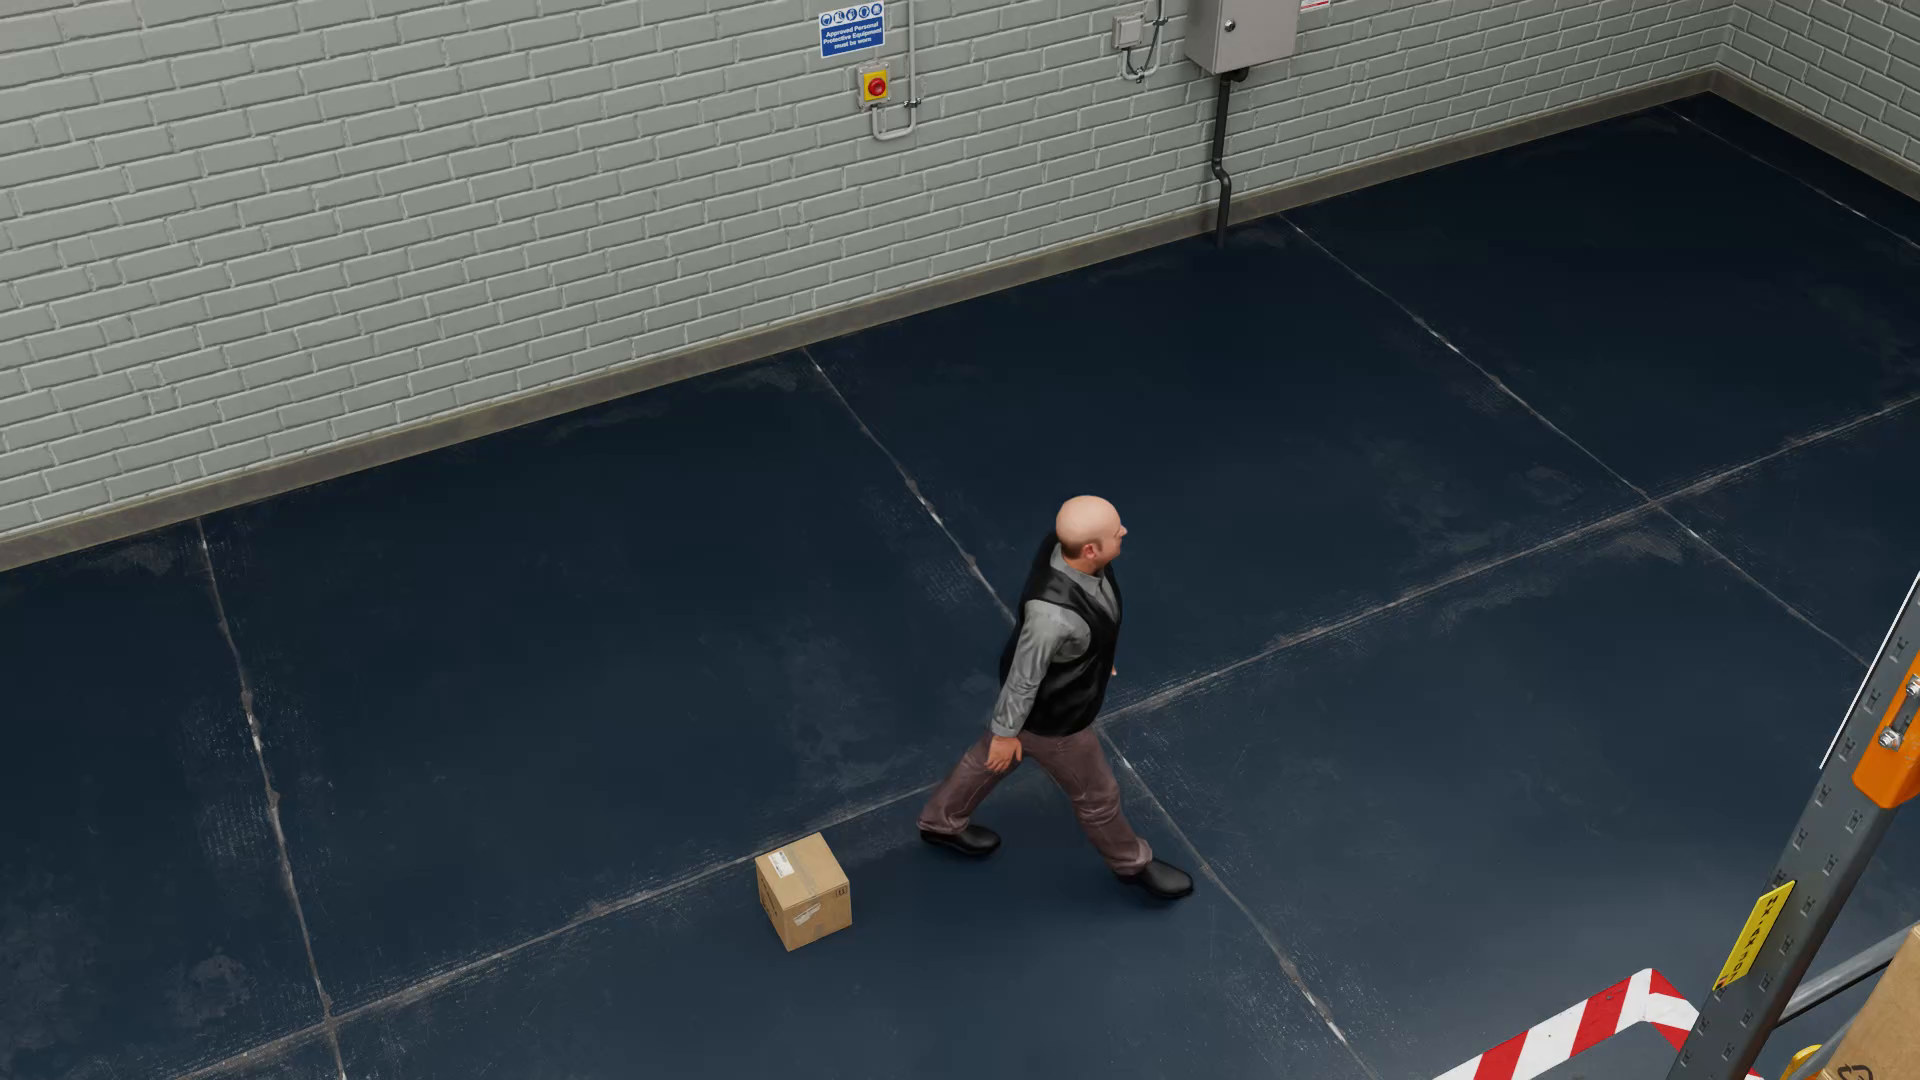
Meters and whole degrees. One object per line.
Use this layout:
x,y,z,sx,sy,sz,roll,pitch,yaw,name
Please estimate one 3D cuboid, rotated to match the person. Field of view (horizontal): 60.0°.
0.343,0.500,5.583,1.007,1.662,0.565,2,41,2,person
